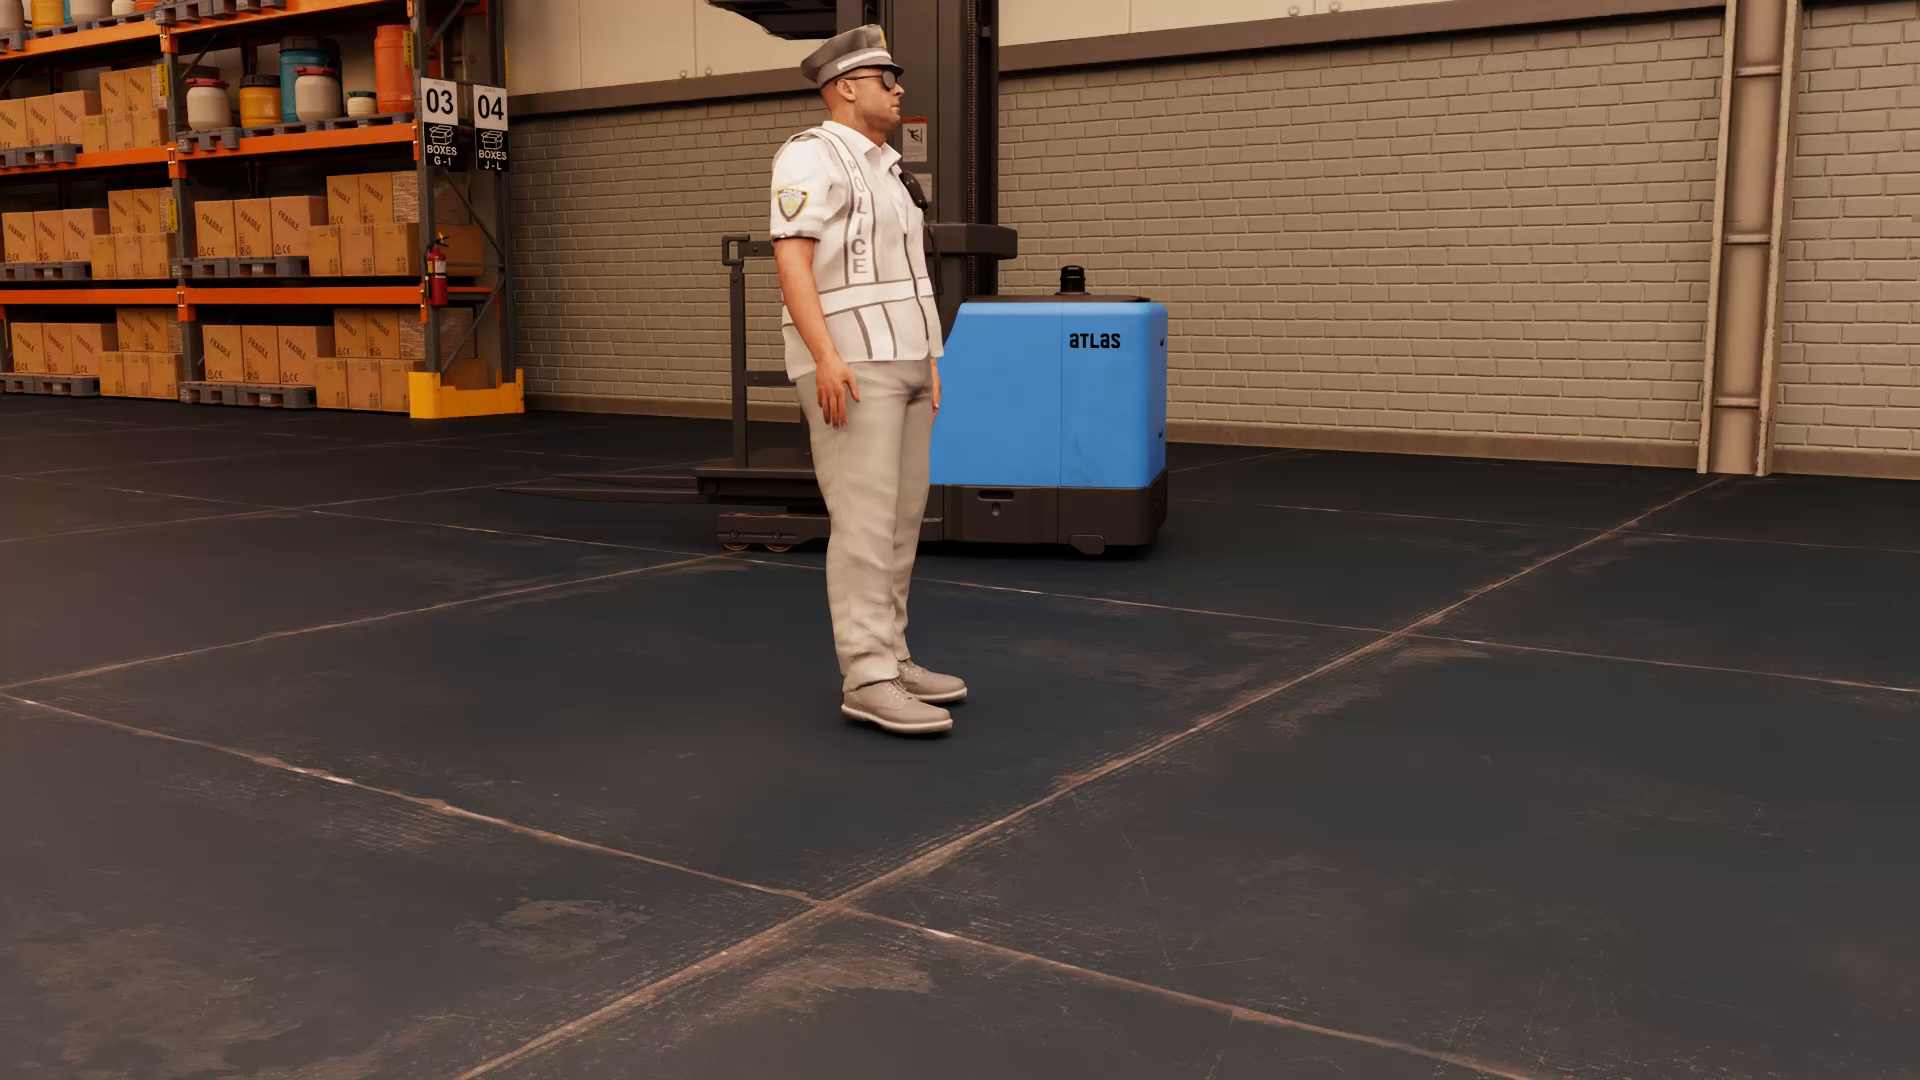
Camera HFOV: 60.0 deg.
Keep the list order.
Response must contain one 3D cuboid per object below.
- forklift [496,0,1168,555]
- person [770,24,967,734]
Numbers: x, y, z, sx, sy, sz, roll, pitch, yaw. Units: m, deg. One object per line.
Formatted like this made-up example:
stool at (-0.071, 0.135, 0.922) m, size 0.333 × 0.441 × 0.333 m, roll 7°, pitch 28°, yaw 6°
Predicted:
forklift at (-0.596, -1.469, 7.520) m, size 3.031 × 2.935 × 1.130 m, roll 2°, pitch 8°, yaw 12°
person at (-0.173, -0.447, 4.365) m, size 0.573 × 1.782 × 0.643 m, roll 4°, pitch 9°, yaw 25°
